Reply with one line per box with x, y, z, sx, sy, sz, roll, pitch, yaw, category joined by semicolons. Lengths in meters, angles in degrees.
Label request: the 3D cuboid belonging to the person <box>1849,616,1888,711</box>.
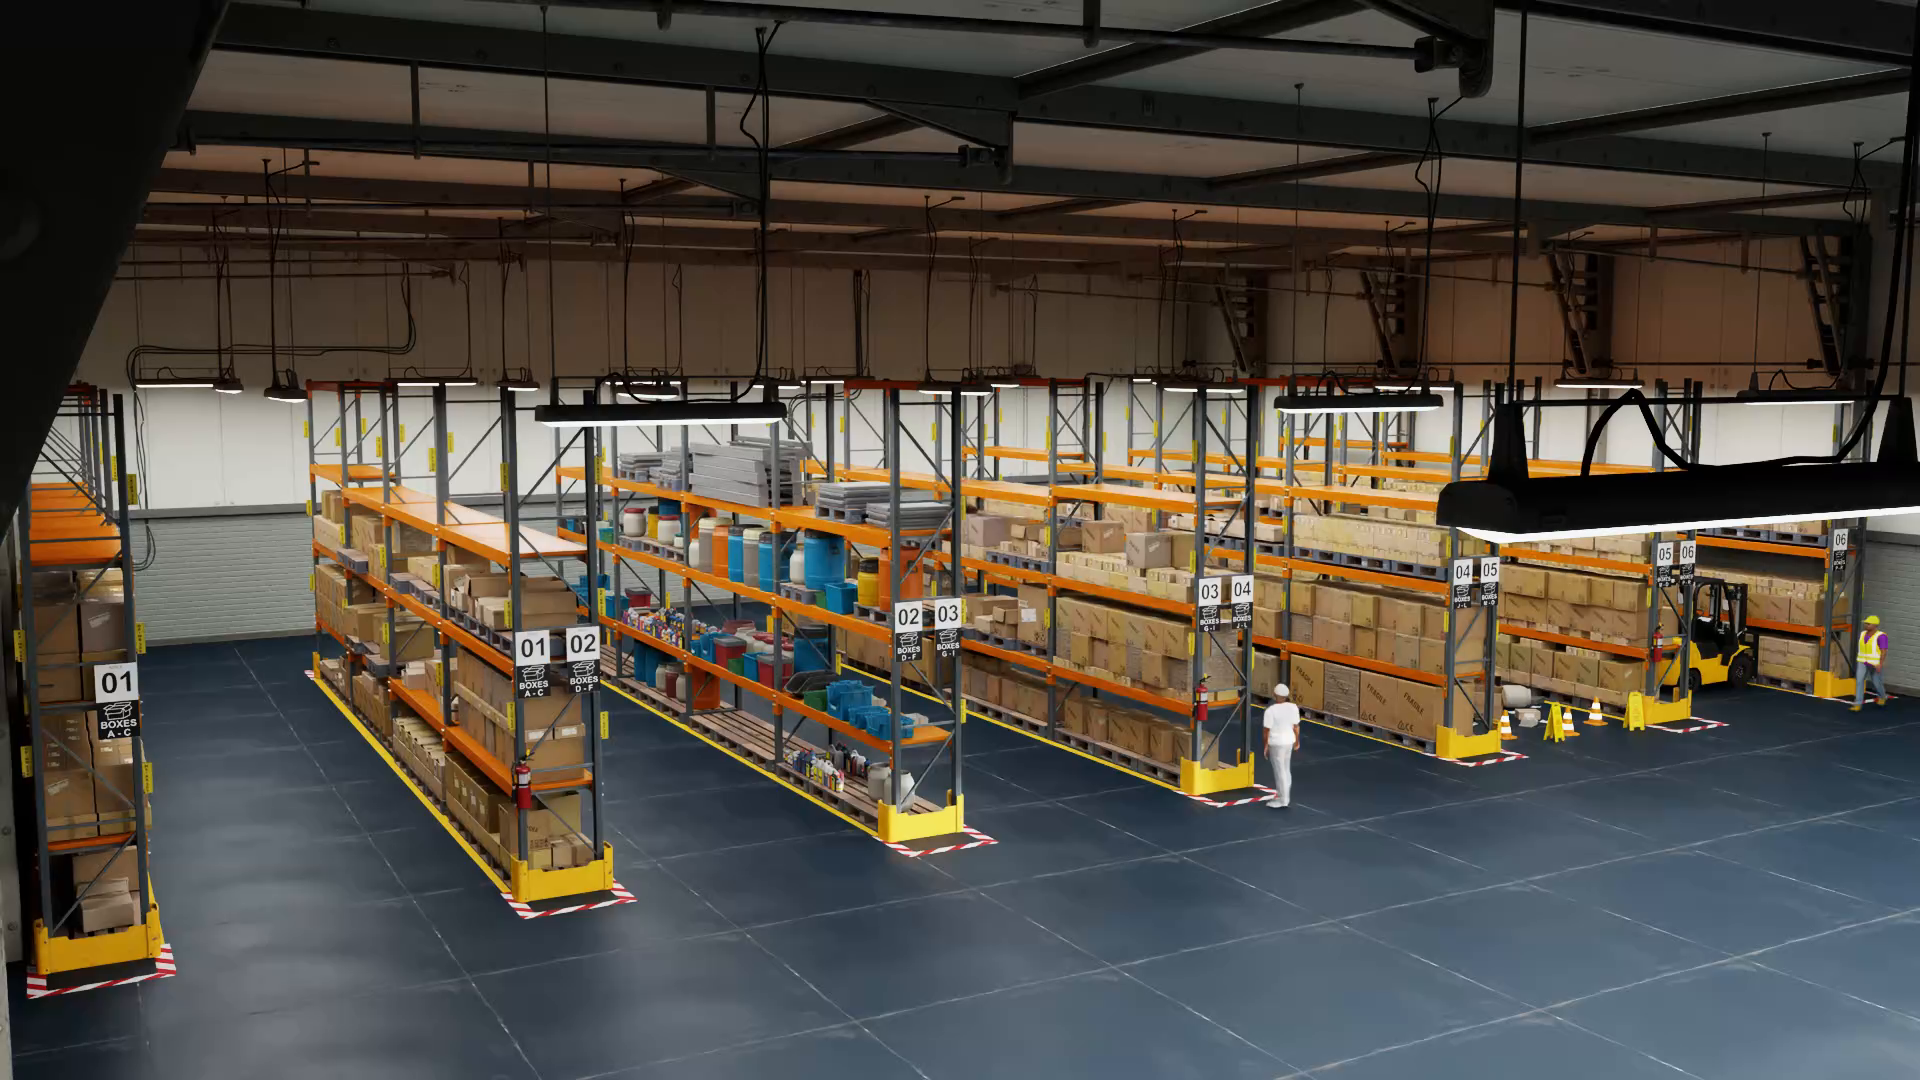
16.612;2.245;30.310;1.002;1.739;0.534;-6;8;-42;person

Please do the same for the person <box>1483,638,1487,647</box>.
11.676;1.514;36.926;0.619;1.819;0.542;-5;8;-40;person

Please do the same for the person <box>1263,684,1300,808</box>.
4.600;2.928;23.824;0.679;1.786;0.431;-5;8;-39;person
